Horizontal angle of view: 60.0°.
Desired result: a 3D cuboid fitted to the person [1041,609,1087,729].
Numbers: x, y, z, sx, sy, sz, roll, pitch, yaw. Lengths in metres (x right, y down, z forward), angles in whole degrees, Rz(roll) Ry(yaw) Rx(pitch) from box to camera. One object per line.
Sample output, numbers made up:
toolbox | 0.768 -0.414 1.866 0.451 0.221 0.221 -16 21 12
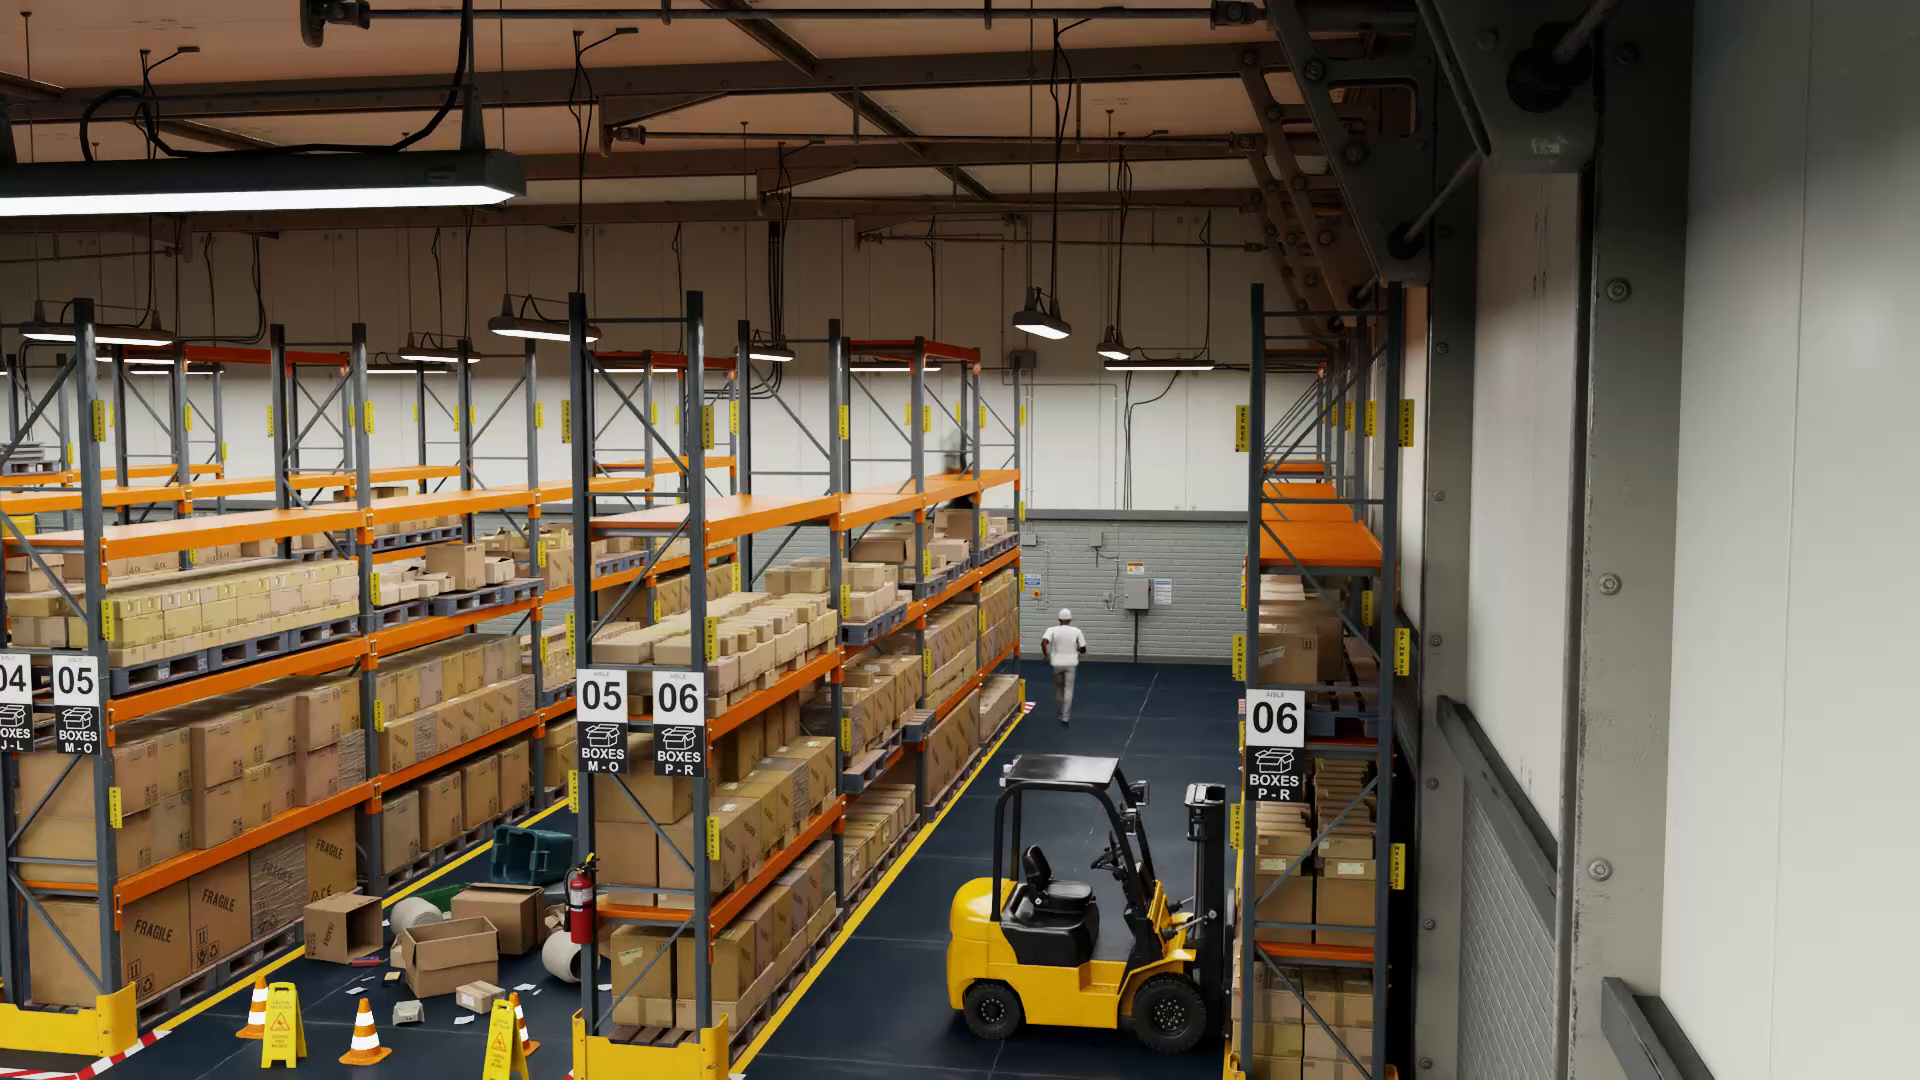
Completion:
person | 1.595 1.952 25.318 0.663 1.801 0.913 1 5 11
